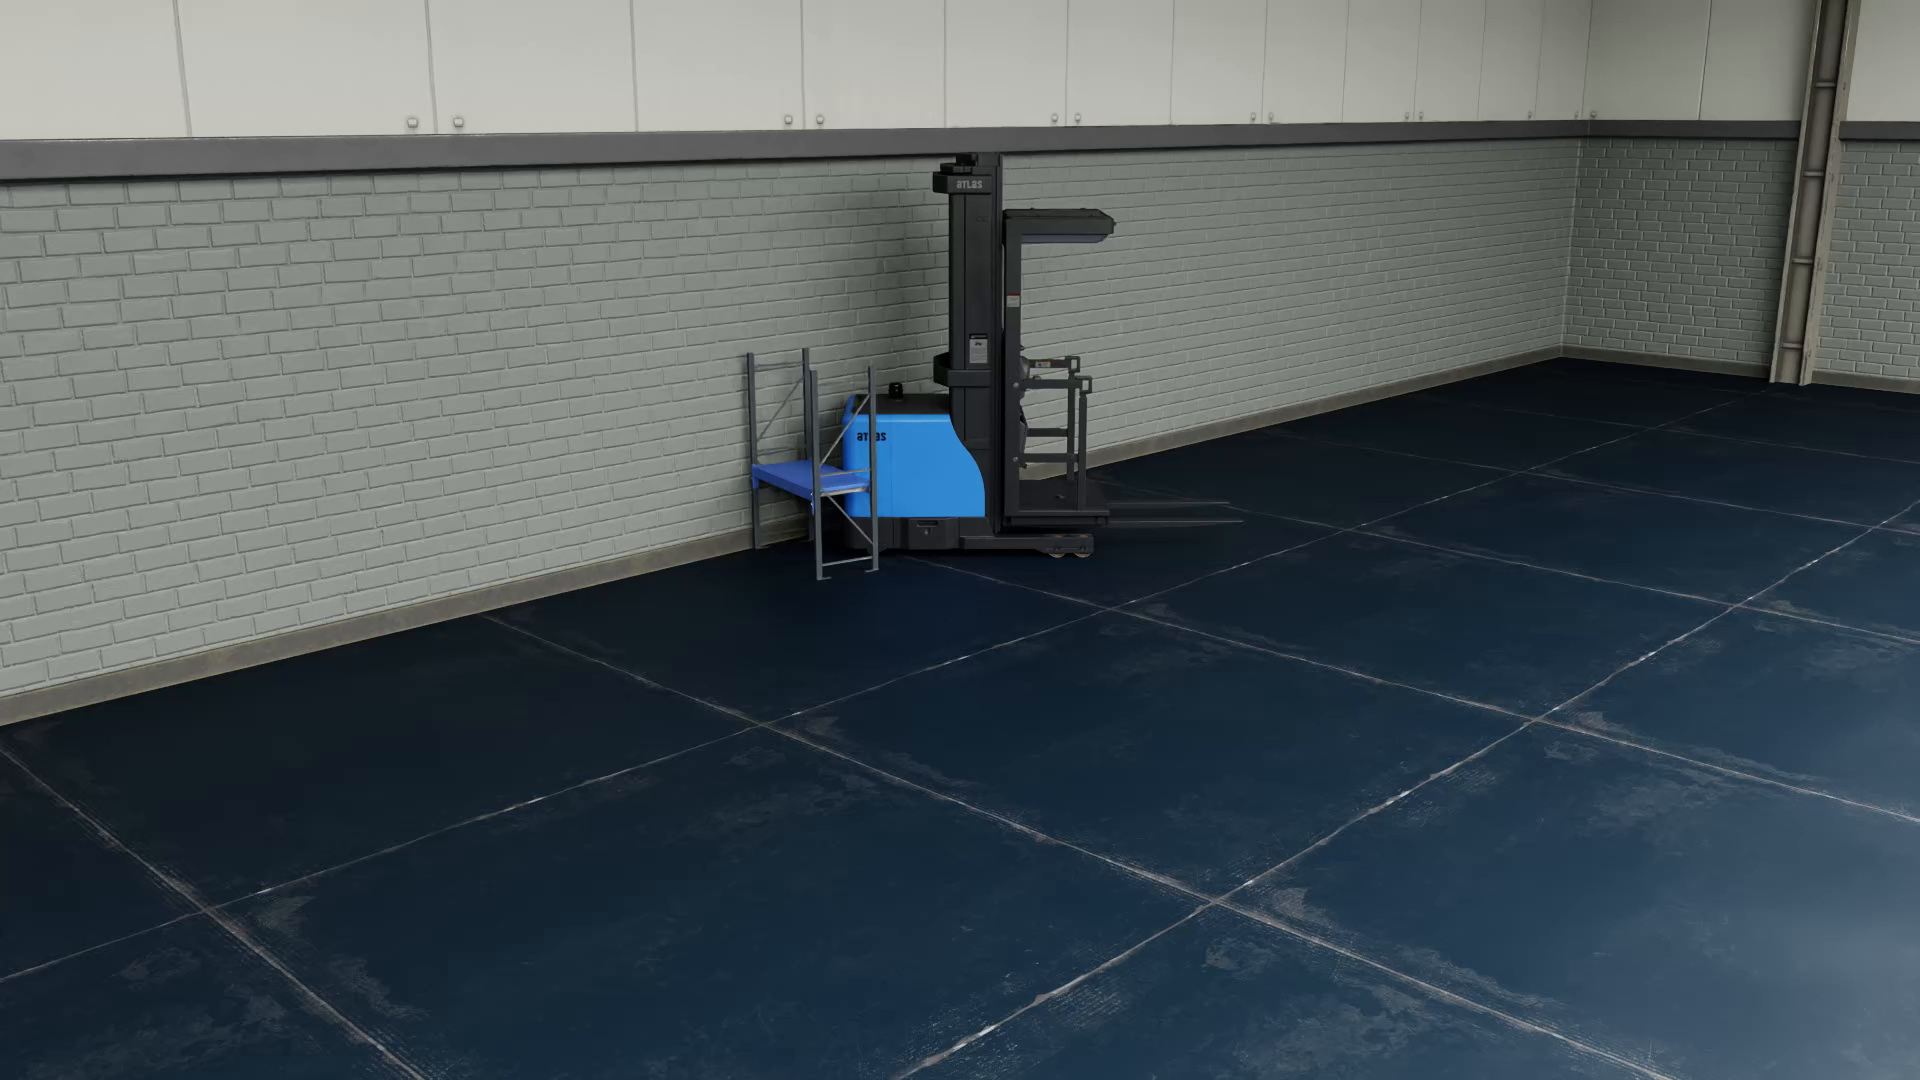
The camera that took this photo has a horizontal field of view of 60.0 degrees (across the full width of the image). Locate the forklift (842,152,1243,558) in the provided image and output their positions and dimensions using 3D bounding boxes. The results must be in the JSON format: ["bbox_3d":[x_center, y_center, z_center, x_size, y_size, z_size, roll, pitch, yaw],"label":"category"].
[{"bbox_3d":[0.628,-1.421,12.573,3.031,2.935,1.130,0,15,-1],"label":"forklift"}]

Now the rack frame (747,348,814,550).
[{"bbox_3d":[-1.355,-0.691,12.605,0.500,1.500,0.032,-9,17,-31],"label":"rack frame"}]

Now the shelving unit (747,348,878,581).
[{"bbox_3d":[-1.085,-0.582,12.189,0.538,1.500,1.048,-9,17,-31],"label":"shelving unit"}]

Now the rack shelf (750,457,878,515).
[{"bbox_3d":[-1.084,-0.408,12.234,0.538,0.185,1.000,-9,17,-31],"label":"rack shelf"}]

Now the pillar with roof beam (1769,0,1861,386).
[{"bbox_3d":[7.166,-5.502,16.201,0.400,9.000,9.100,14,20,42],"label":"pillar with roof beam"}]

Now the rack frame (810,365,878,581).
[{"bbox_3d":[-0.814,-0.474,11.772,0.500,1.500,0.032,-9,17,-31],"label":"rack frame"}]
